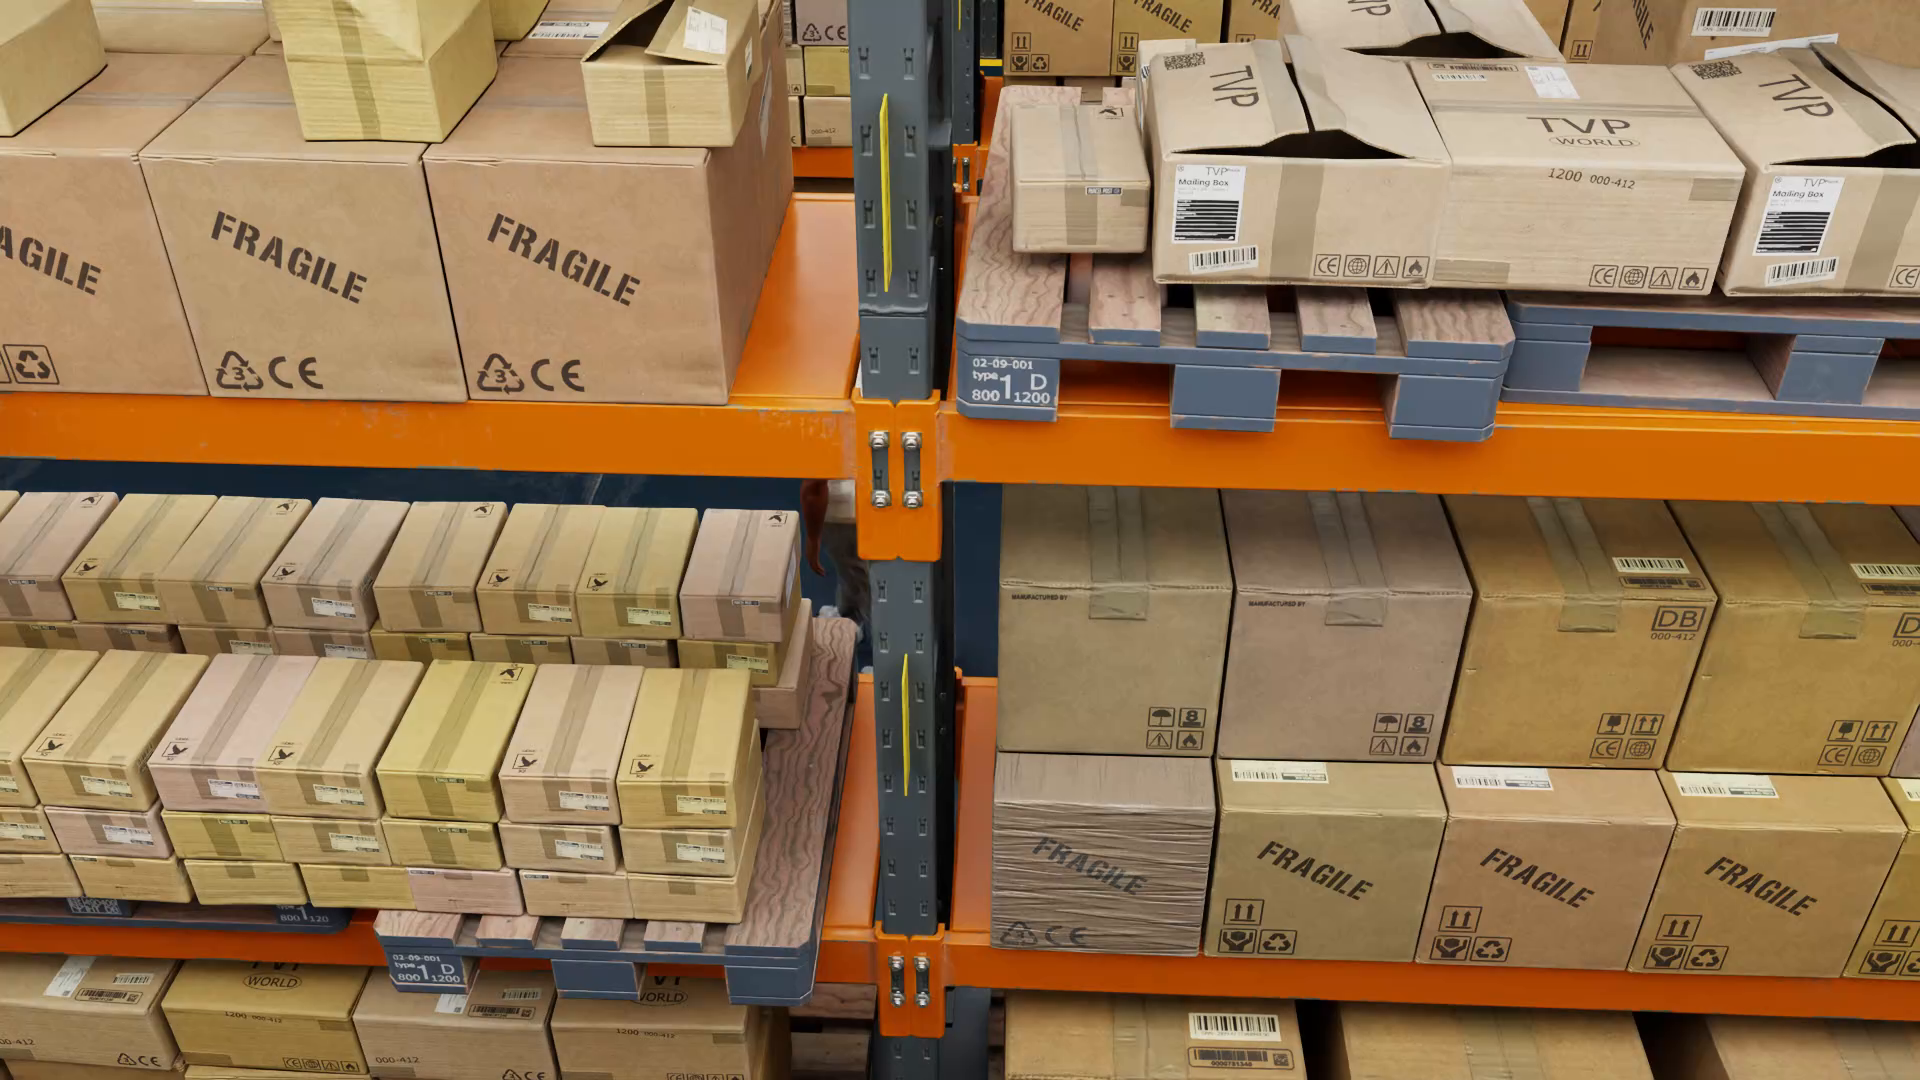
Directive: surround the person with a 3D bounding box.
[{"bbox_3d":[-0.415,-0.158,6.353,0.713,1.775,0.644,16,39,21],"label":"person"}]
